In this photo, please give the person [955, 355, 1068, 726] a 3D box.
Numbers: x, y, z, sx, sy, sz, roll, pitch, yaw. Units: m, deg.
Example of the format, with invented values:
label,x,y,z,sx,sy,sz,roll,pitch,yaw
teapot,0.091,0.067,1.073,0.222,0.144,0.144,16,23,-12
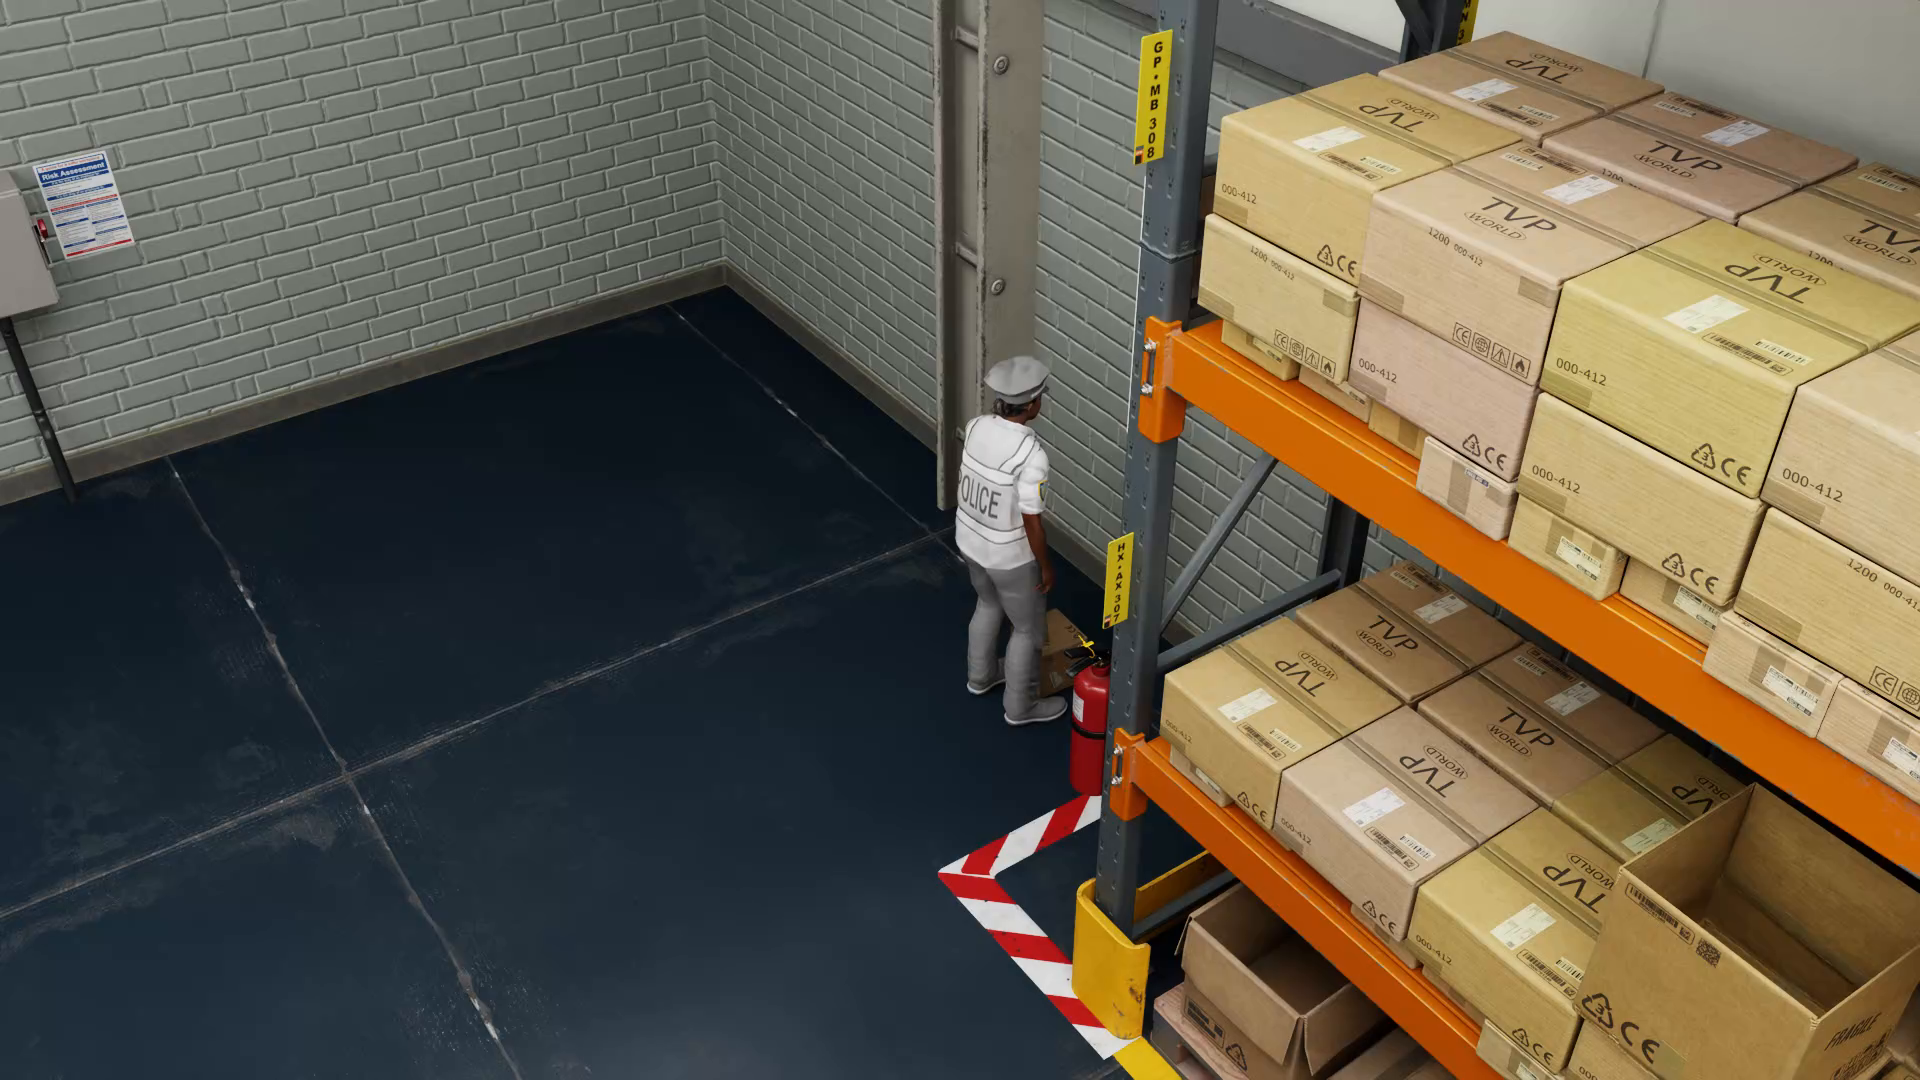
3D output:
label,x,y,z,sx,sy,sz,roll,pitch,yaw
person,0.208,0.029,6.959,0.397,1.661,0.531,-25,44,-30
